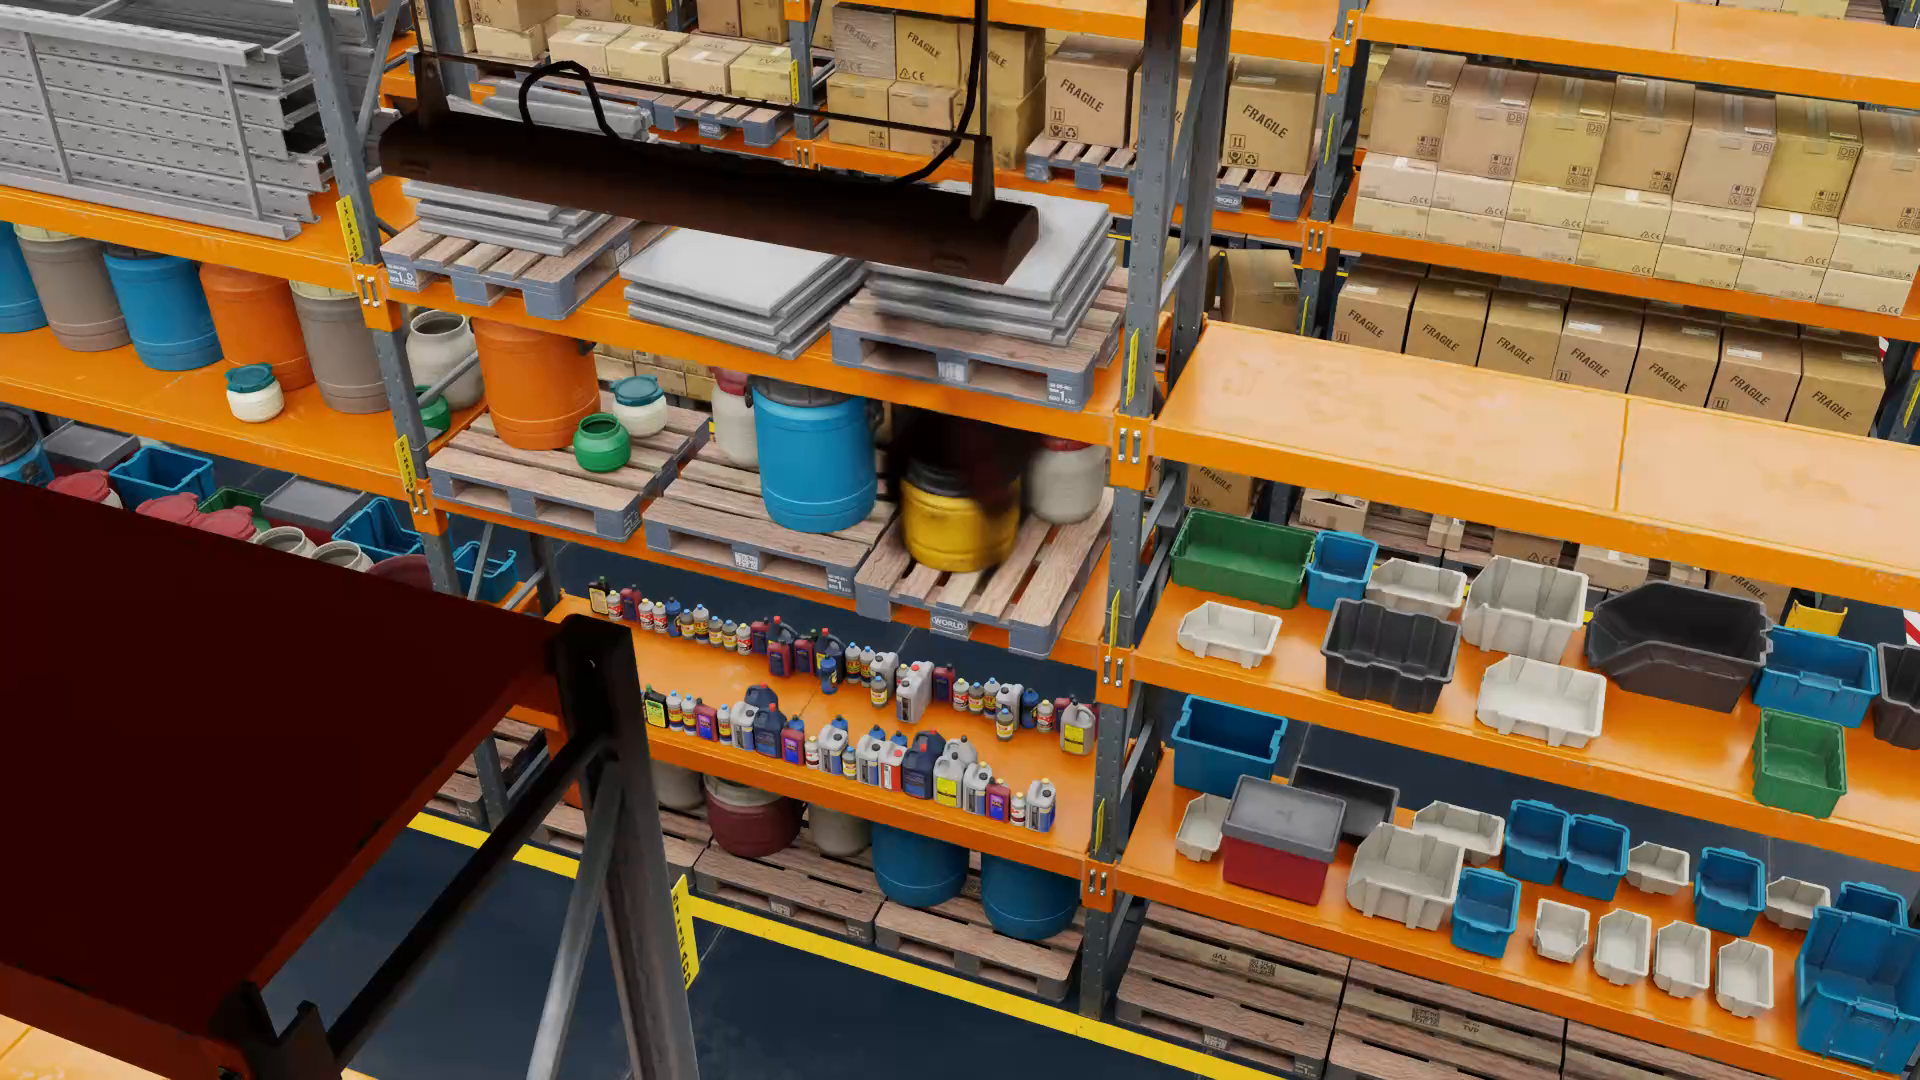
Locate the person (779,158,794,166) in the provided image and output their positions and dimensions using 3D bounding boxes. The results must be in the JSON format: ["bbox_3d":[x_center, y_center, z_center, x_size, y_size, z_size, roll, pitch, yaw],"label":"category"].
[{"bbox_3d":[-1.702,-3.267,16.462,0.625,1.588,0.520,4,37,5],"label":"person"}]

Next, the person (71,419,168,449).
[{"bbox_3d":[-7.062,-1.182,13.598,0.859,1.700,0.579,8,37,11],"label":"person"}]
